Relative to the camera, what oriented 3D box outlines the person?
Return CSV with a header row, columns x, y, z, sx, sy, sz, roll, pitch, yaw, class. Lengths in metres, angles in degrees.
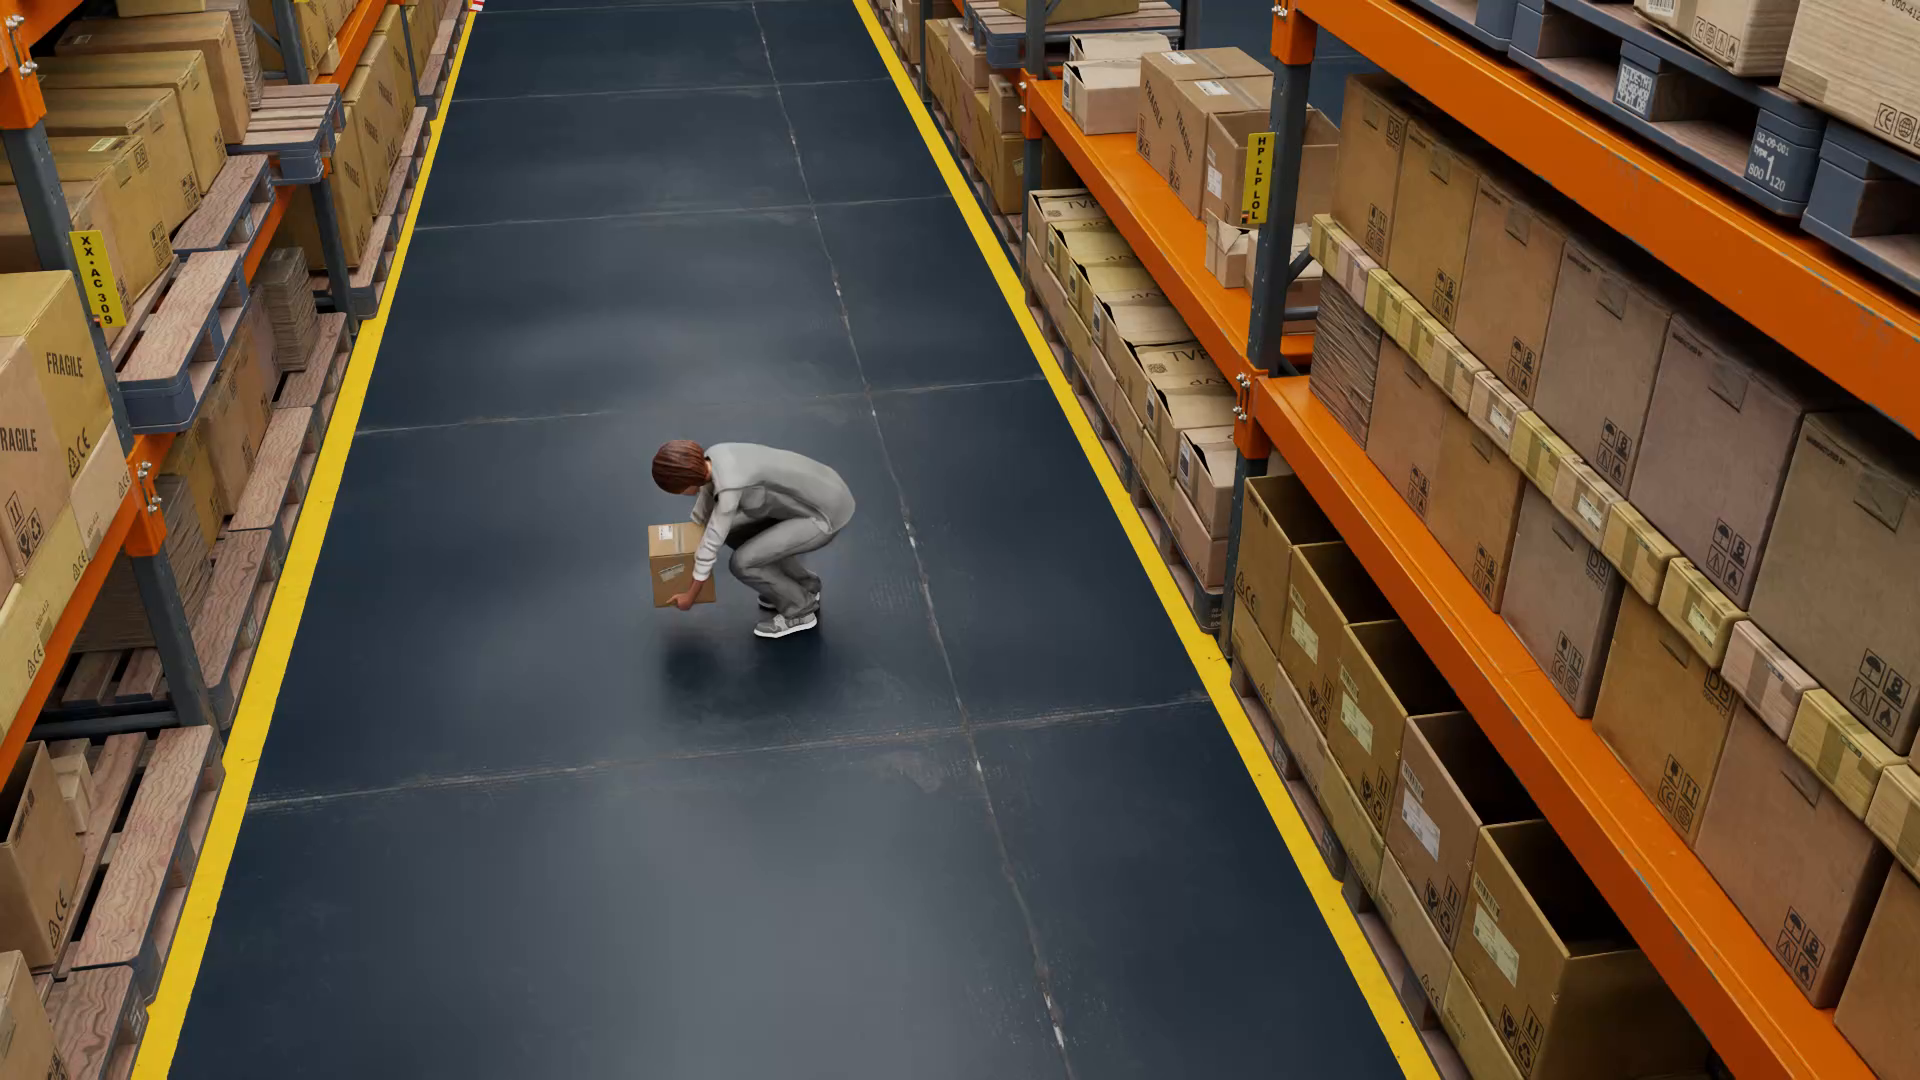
x,y,z,sx,sy,sz,roll,pitch,yaw,class
-0.835,-0.046,6.886,0.814,0.913,0.420,-6,32,-10,person
